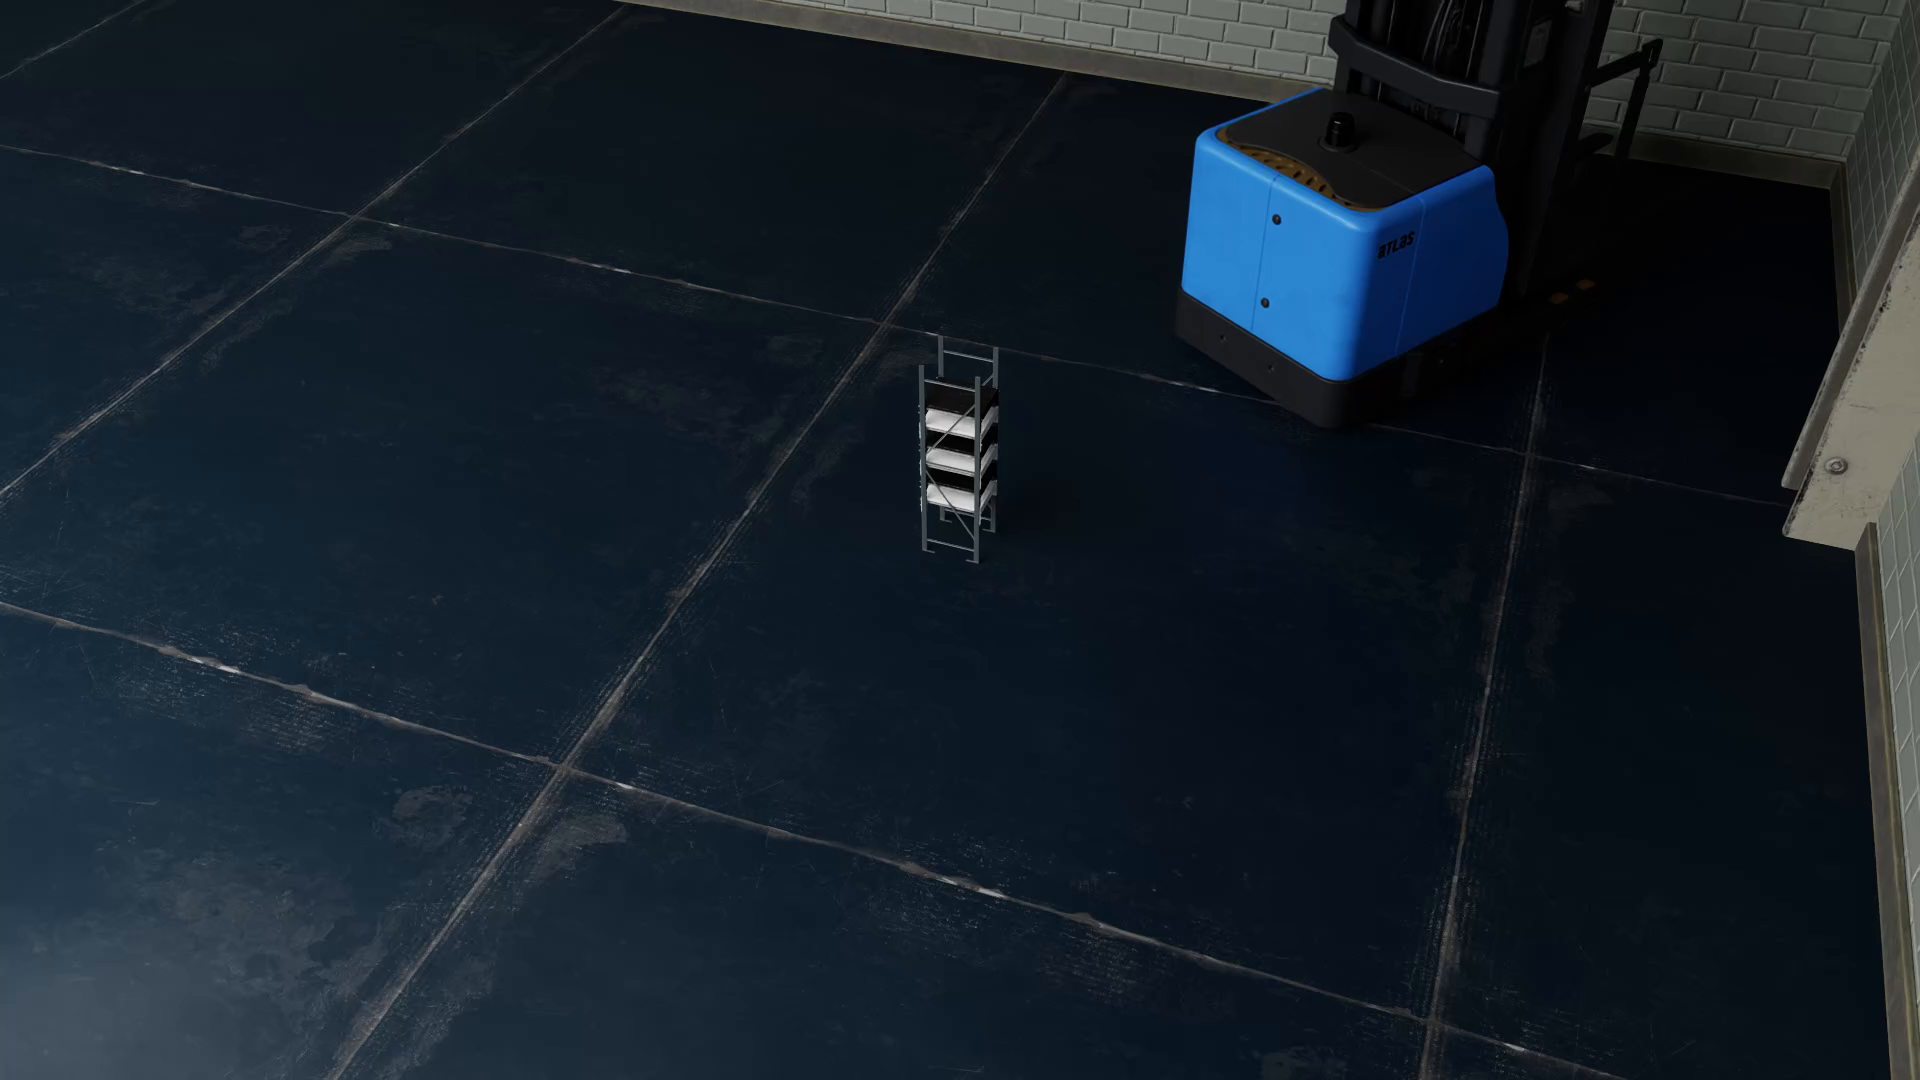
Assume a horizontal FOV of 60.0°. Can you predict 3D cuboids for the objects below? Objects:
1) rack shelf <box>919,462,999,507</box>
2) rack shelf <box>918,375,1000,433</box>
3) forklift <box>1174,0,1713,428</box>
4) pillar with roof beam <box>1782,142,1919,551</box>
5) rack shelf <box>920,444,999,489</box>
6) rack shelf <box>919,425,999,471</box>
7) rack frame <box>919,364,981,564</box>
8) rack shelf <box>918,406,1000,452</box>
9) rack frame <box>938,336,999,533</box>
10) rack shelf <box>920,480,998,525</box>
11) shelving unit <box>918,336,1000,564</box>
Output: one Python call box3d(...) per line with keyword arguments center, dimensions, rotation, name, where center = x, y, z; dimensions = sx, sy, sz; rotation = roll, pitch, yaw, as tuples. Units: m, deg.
box3d(center=(-0.003, -0.244, 6.532), dimensions=(0.258, 0.077, 0.200), rotation=(13, 42, 15), name="rack shelf")
box3d(center=(-0.003, -0.517, 6.299), dimensions=(0.258, 0.077, 0.200), rotation=(13, 42, 15), name="rack shelf")
box3d(center=(2.482, -2.380, 7.281), dimensions=(3.031, 2.935, 1.130), rotation=(-26, 47, -27), name="forklift")
box3d(center=(-0.482, -4.483, 5.072), dimensions=(9.100, 9.000, 0.400), rotation=(13, 42, 15), name="pillar with roof beam")
box3d(center=(-0.003, -0.312, 6.474), dimensions=(0.258, 0.077, 0.200), rotation=(13, 42, 15), name="rack shelf")
box3d(center=(-0.003, -0.381, 6.415), dimensions=(0.258, 0.077, 0.200), rotation=(13, 42, 15), name="rack shelf")
box3d(center=(-0.038, -0.275, 6.379), dimensions=(0.240, 0.900, 0.006), rotation=(13, 42, 15), name="rack frame")
box3d(center=(-0.003, -0.449, 6.357), dimensions=(0.258, 0.077, 0.200), rotation=(13, 42, 15), name="rack shelf")
box3d(center=(0.032, -0.399, 6.525), dimensions=(0.240, 0.900, 0.006), rotation=(13, 42, 15), name="rack frame")
box3d(center=(-0.003, -0.175, 6.591), dimensions=(0.258, 0.077, 0.200), rotation=(13, 42, 15), name="rack shelf")
box3d(center=(-0.003, -0.337, 6.452), dimensions=(0.258, 0.900, 0.210), rotation=(13, 42, 15), name="shelving unit")
